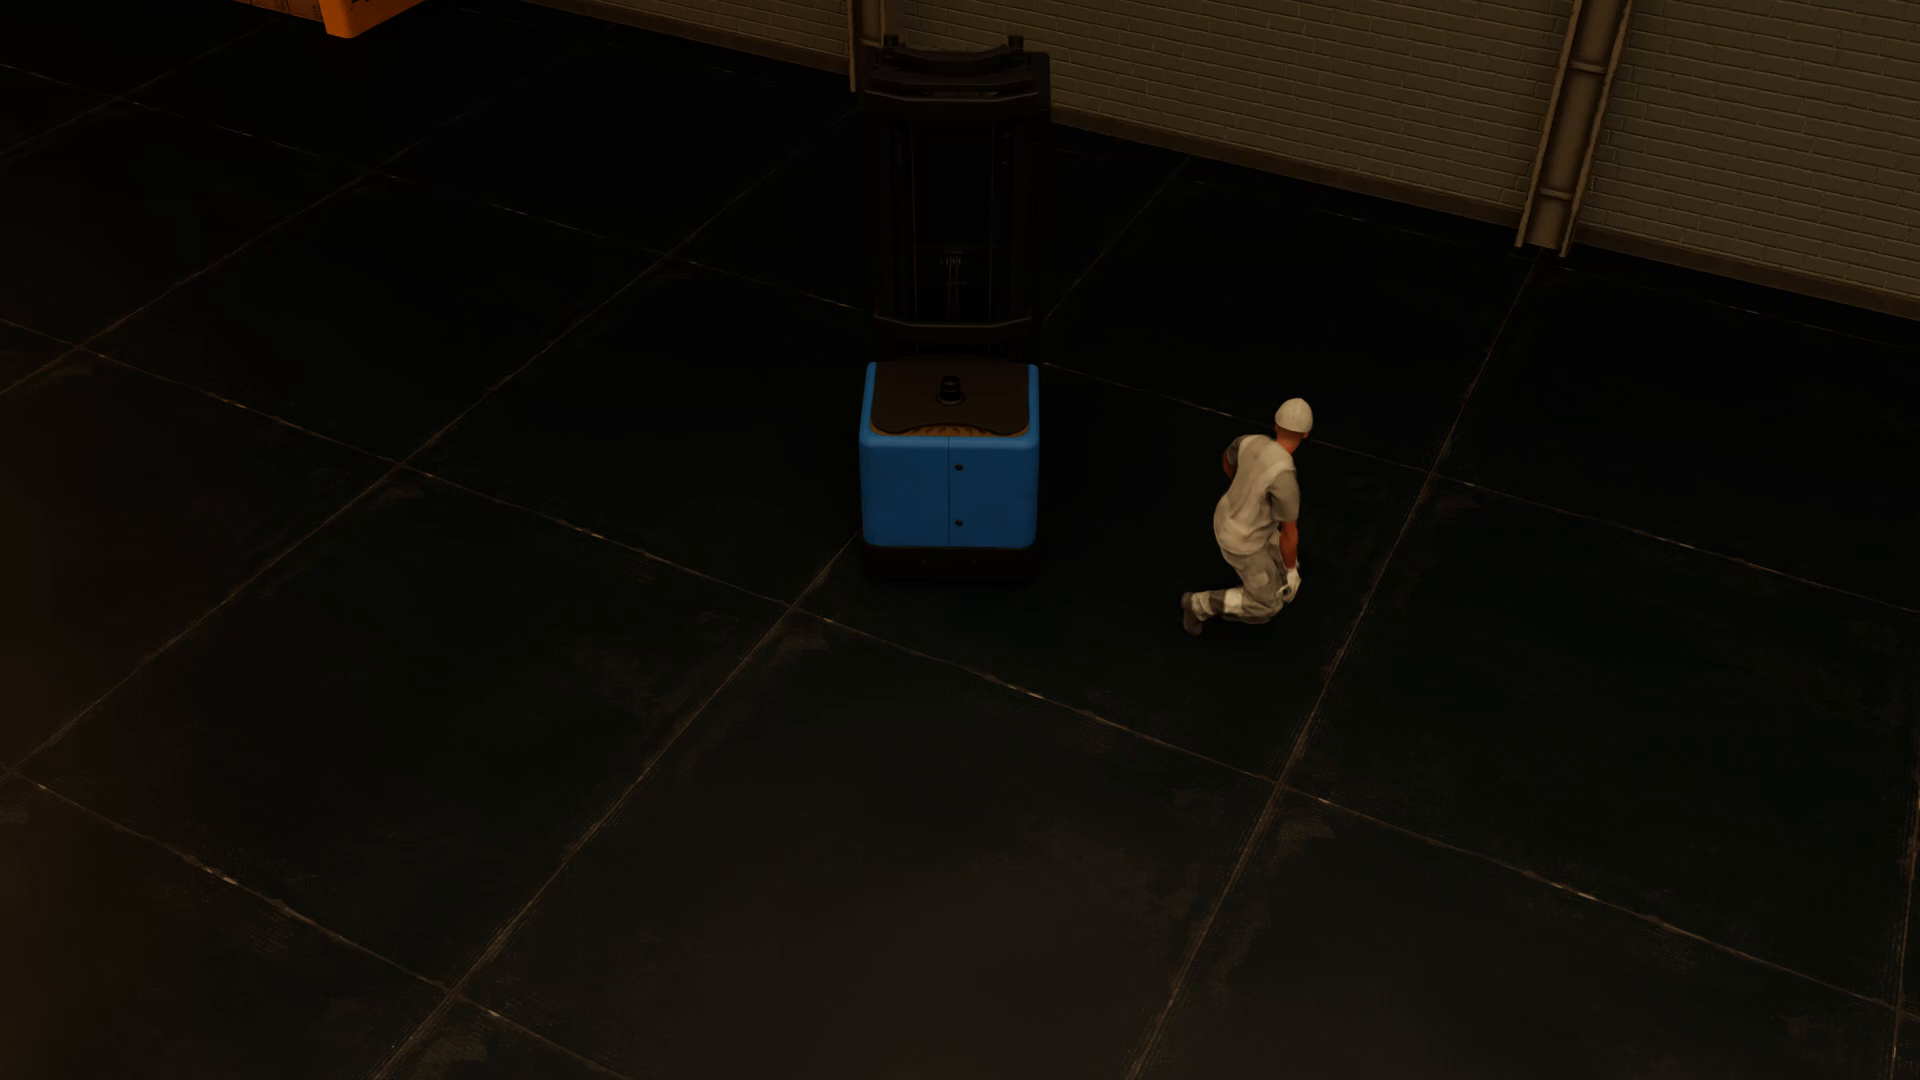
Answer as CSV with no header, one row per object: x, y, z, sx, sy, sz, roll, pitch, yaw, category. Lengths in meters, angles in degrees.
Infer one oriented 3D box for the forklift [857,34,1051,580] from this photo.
-0.027,-1.810,10.136,1.130,2.935,3.031,1,40,1,forklift

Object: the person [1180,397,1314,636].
1.584,-0.075,9.152,0.657,1.567,0.852,1,40,1,person
